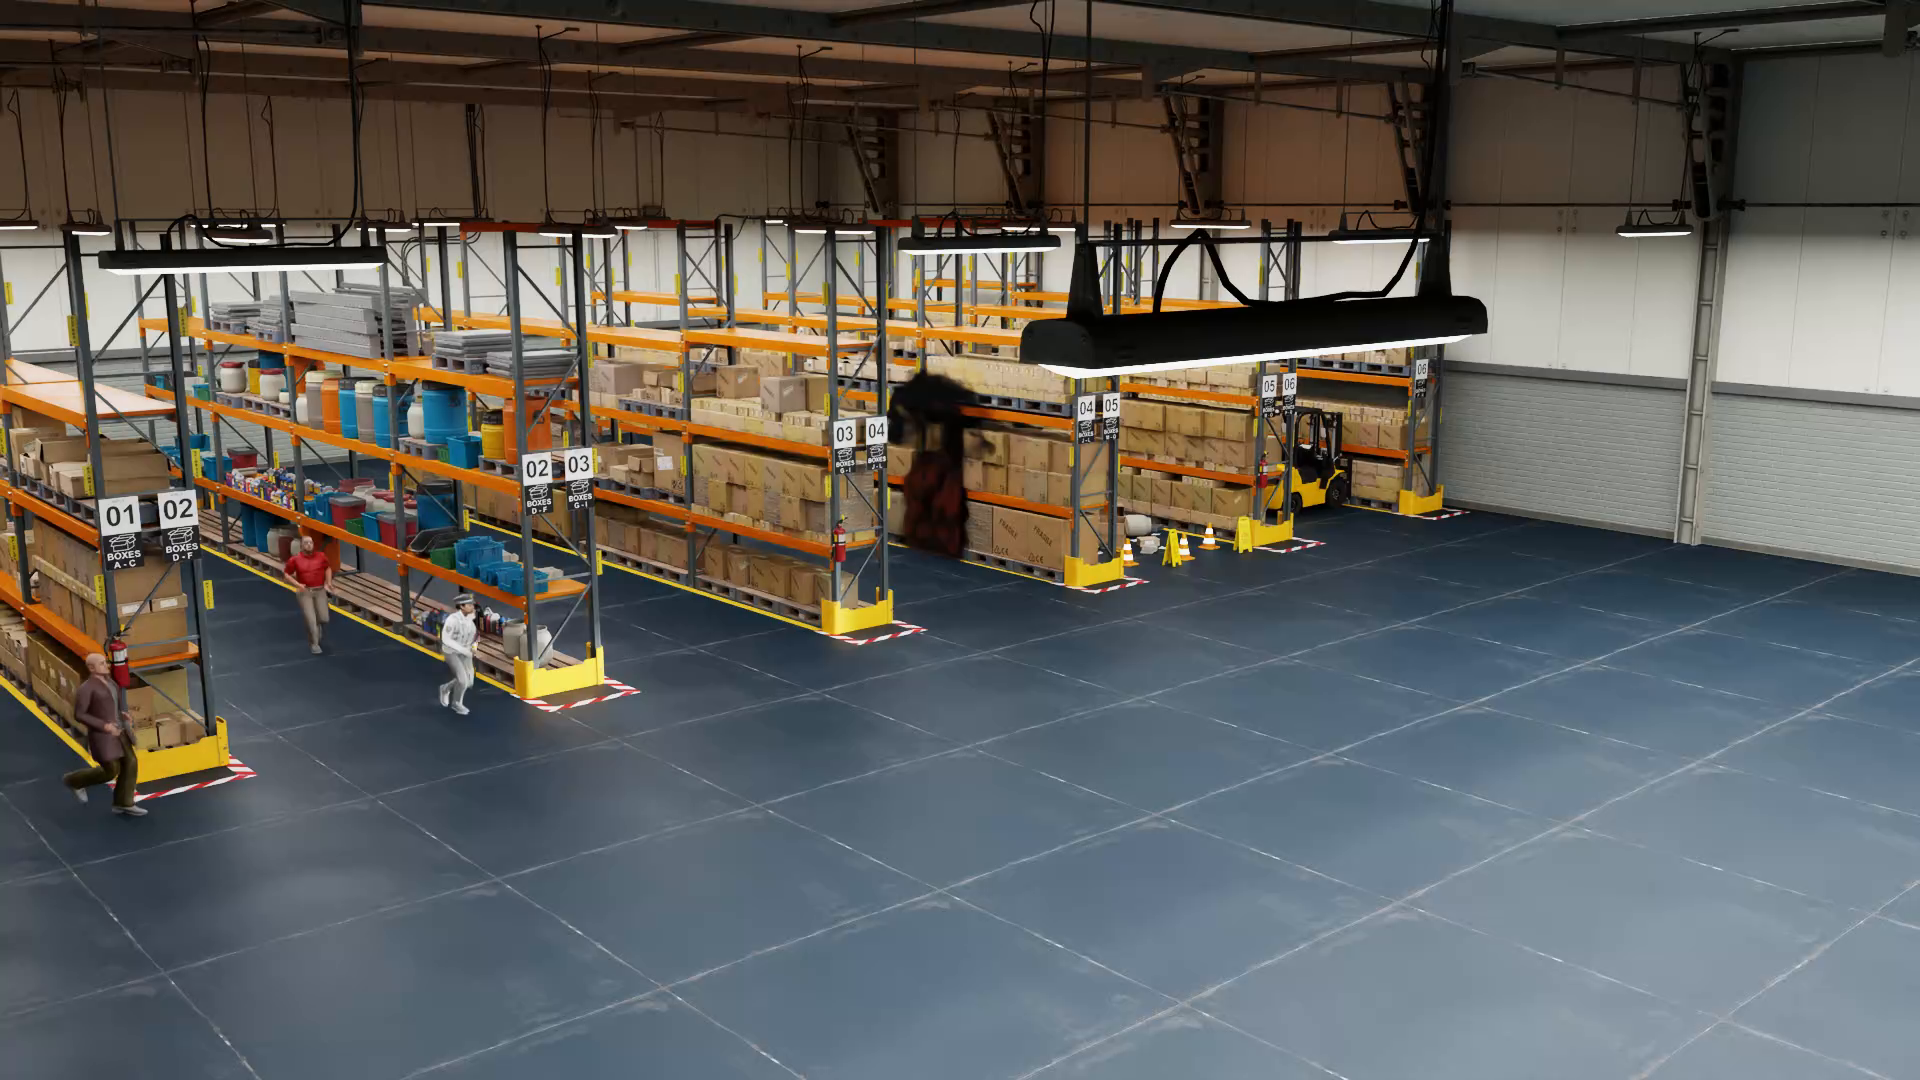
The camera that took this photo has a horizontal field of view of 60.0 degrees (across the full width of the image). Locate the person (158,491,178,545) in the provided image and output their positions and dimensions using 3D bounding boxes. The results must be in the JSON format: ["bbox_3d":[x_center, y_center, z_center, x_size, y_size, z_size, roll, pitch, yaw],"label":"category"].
[{"bbox_3d":[-13.822,-0.303,29.009,0.678,1.752,0.674,-8,14,-35],"label":"person"}]

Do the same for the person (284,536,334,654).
[{"bbox_3d":[-9.325,0.766,23.882,0.665,1.688,0.603,-8,14,-35],"label":"person"}]

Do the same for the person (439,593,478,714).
[{"bbox_3d":[-6.288,1.414,20.910,0.630,1.577,0.592,6,13,25],"label":"person"}]

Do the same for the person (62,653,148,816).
[{"bbox_3d":[-8.999,2.005,17.421,0.832,1.695,0.723,0,11,2],"label":"person"}]
